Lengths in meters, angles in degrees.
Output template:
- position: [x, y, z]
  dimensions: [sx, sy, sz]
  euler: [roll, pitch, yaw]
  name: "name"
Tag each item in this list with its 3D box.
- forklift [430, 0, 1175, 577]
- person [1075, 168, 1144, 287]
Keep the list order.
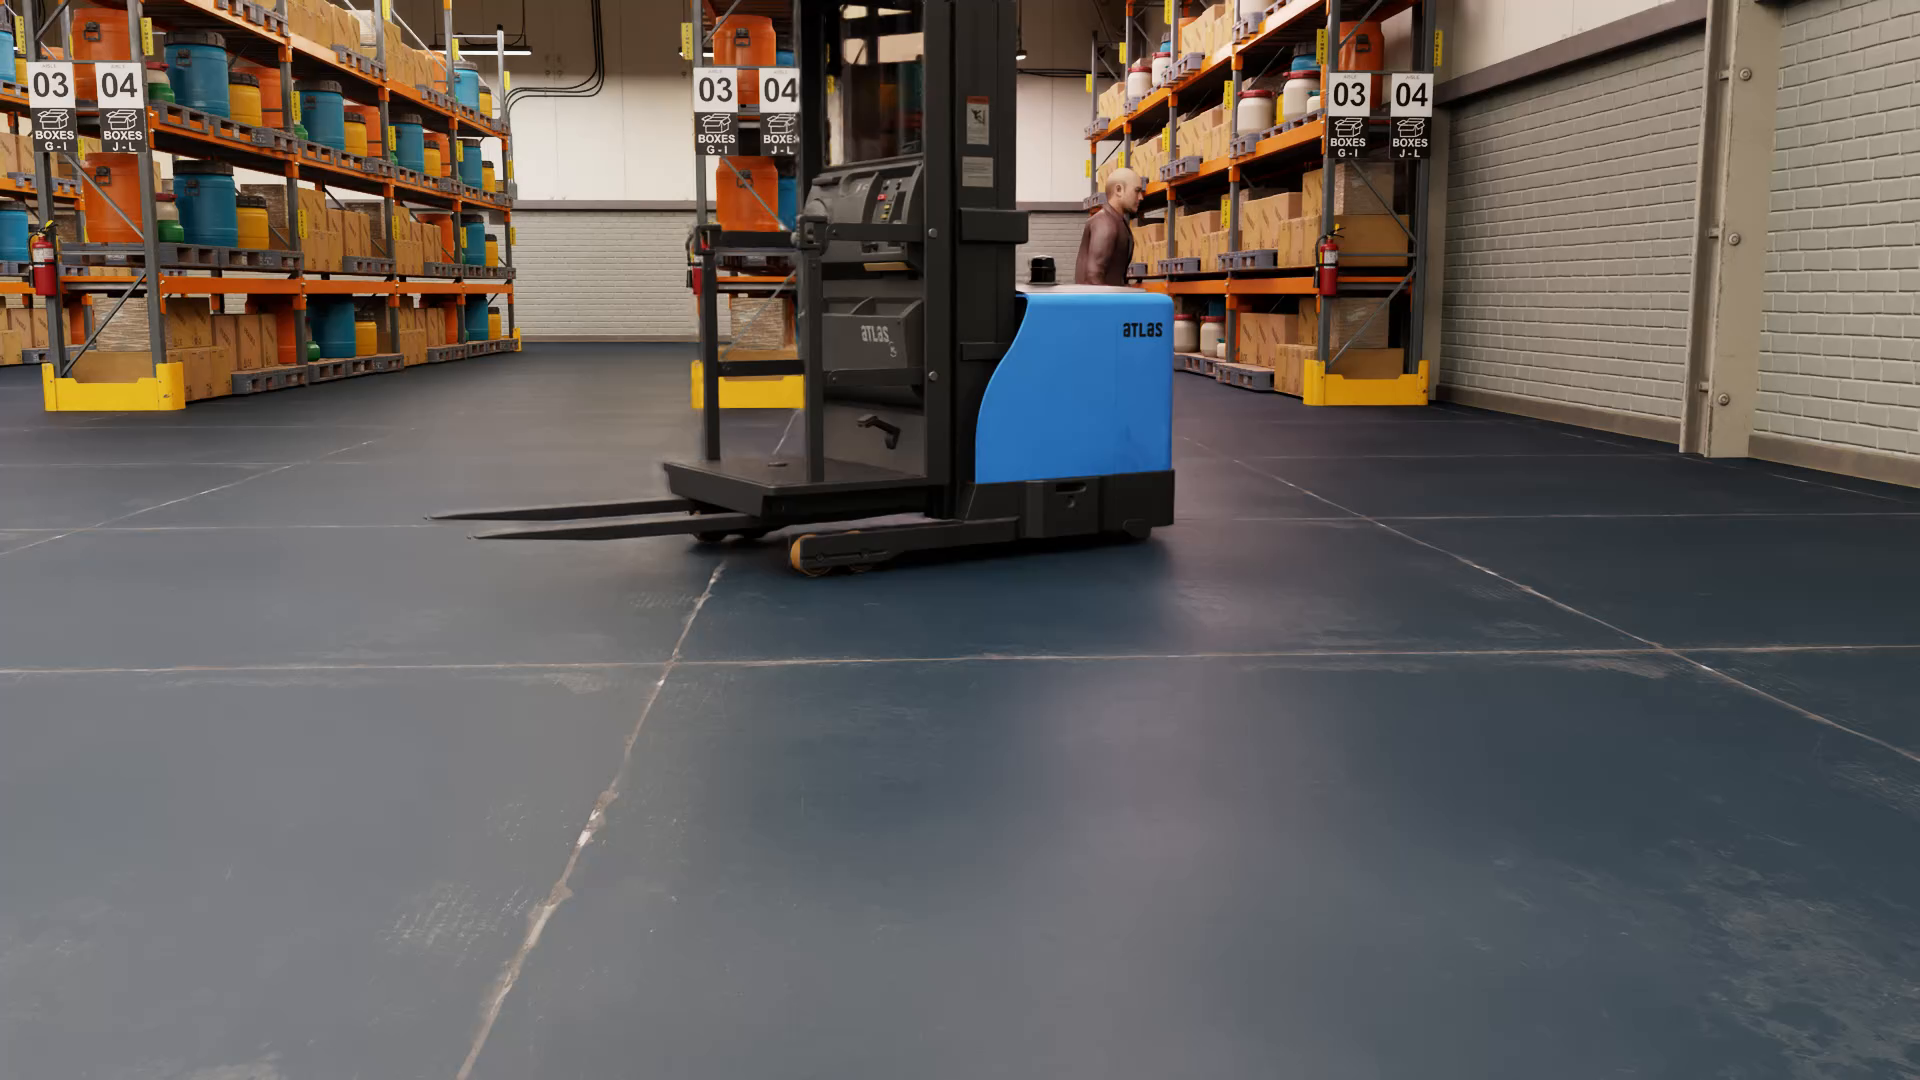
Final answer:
- position: [-0.585, -1.397, 6.741]
  dimensions: [3.031, 2.935, 1.130]
  euler: [-5, 10, -31]
  name: "forklift"
- position: [0.869, -1.218, 9.478]
  dimensions: [0.430, 1.772, 0.646]
  euler: [2, 9, 16]
  name: "person"
